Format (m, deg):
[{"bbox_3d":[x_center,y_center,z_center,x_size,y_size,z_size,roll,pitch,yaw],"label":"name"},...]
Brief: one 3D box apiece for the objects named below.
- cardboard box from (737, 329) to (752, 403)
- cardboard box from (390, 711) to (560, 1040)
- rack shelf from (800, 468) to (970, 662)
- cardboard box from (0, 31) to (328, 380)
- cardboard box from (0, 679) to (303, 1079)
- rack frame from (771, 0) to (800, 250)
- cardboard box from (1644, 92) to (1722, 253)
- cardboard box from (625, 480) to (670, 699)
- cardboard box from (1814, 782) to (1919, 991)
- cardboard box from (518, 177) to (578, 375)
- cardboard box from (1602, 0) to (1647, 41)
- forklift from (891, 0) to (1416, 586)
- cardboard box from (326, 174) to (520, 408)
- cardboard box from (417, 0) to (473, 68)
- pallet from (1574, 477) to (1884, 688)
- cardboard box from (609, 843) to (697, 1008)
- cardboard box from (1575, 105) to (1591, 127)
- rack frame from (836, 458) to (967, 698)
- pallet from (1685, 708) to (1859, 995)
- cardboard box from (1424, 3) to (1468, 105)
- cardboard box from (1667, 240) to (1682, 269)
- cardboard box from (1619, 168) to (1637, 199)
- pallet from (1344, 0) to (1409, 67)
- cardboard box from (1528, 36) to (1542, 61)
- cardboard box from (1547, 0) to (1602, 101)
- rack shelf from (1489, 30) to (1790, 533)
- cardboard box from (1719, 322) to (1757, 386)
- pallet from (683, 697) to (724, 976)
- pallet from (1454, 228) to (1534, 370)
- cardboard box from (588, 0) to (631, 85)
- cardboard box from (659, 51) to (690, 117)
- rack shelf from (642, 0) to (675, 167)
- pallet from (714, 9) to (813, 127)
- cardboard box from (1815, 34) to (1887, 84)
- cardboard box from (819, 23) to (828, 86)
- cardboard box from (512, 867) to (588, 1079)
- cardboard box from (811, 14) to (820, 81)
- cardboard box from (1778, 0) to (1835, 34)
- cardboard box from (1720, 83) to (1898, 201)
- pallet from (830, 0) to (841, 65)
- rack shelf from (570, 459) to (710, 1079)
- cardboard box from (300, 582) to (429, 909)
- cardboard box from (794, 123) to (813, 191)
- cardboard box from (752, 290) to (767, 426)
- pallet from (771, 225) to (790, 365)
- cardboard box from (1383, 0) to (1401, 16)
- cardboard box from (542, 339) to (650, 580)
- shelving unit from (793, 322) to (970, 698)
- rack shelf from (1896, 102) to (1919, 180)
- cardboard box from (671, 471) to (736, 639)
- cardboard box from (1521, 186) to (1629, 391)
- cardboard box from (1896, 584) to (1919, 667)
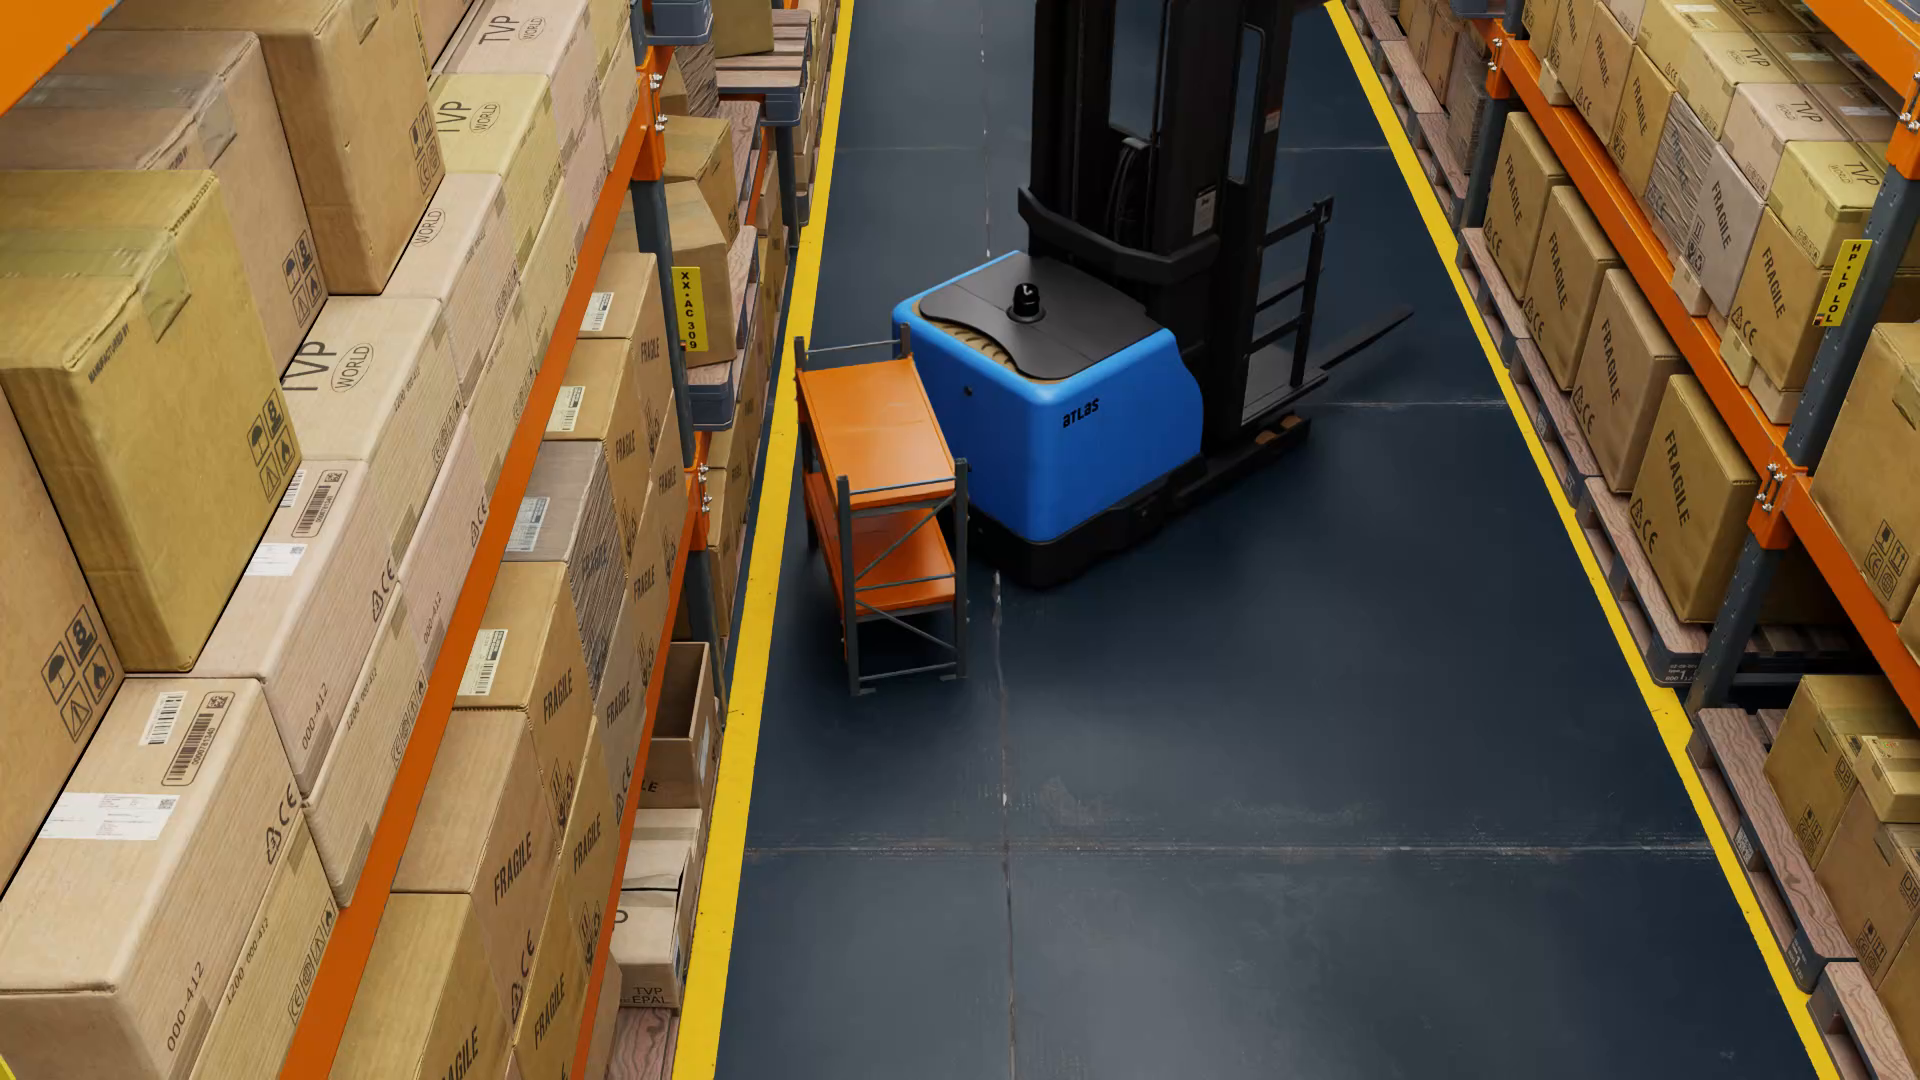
[{"bbox_3d":[-1.217,-0.853,7.464,0.500,0.250,0.500,0,39,0],"label":"cardboard box"},{"bbox_3d":[-1.195,0.718,3.576,0.500,0.500,0.500,0,39,1],"label":"cardboard box"},{"bbox_3d":[-0.338,0.053,7.175,0.538,0.278,1.000,-9,40,-11],"label":"rack shelf"},{"bbox_3d":[-1.495,-0.481,2.674,0.700,0.500,0.500,0,39,0],"label":"cardboard box"},{"bbox_3d":[-1.195,0.436,2.128,0.500,0.250,0.500,0,39,0],"label":"cardboard box"},{"bbox_3d":[-1.464,-2.938,9.017,1.000,3.000,0.127,0,39,0],"label":"rack frame"},{"bbox_3d":[3.239,-1.527,6.923,0.500,0.500,0.500,0,39,0],"label":"cardboard box"},{"bbox_3d":[-1.200,0.159,5.073,0.500,0.500,0.500,1,39,1],"label":"cardboard box"},{"bbox_3d":[3.390,1.151,5.578,0.700,0.500,0.500,0,39,-1],"label":"cardboard box"},{"bbox_3d":[-1.194,-0.619,3.845,0.500,0.250,0.500,0,39,0],"label":"cardboard box"},{"bbox_3d":[3.238,-2.466,7.496,0.500,0.250,0.500,0,39,0],"label":"cardboard box"},{"bbox_3d":[1.111,-1.735,7.571,3.031,2.935,1.130,-30,47,-32],"label":"forklift"},{"bbox_3d":[-1.192,-0.502,3.299,0.500,0.250,0.500,0,39,0],"label":"cardboard box"},{"bbox_3d":[-1.562,-1.419,3.844,0.700,0.500,0.500,0,39,0],"label":"cardboard box"},{"bbox_3d":[3.418,0.163,7.377,1.003,0.211,1.213,0,39,0],"label":"pallet"},{"bbox_3d":[-1.174,1.266,5.570,0.500,0.311,0.500,0,39,0],"label":"cardboard box"},{"bbox_3d":[3.289,-2.167,8.240,0.380,0.149,0.250,0,39,0],"label":"cardboard box"},{"bbox_3d":[-0.218,0.171,6.637,0.500,1.125,0.032,-9,40,-11],"label":"rack frame"},{"bbox_3d":[3.417,1.121,6.182,1.003,0.211,1.213,0,39,0],"label":"pallet"},{"bbox_3d":[3.523,-3.223,11.020,0.700,0.500,0.500,0,39,0],"label":"cardboard box"},{"bbox_3d":[3.239,-1.201,7.035,0.380,0.149,0.250,0,39,0],"label":"cardboard box"},{"bbox_3d":[3.271,-1.688,7.643,0.380,0.149,0.250,0,39,0],"label":"cardboard box"},{"bbox_3d":[3.487,-3.870,12.411,1.003,0.211,1.213,0,39,0],"label":"pallet"},{"bbox_3d":[3.258,-2.648,8.840,0.380,0.149,0.250,-1,39,-1],"label":"cardboard box"},{"bbox_3d":[3.226,-2.475,8.106,0.500,0.500,0.500,1,39,1],"label":"cardboard box"},{"bbox_3d":[3.492,-1.412,7.689,1.077,0.370,4.000,0,39,0],"label":"rack shelf"},{"bbox_3d":[3.187,-0.721,6.436,0.380,0.149,0.250,1,39,1],"label":"cardboard box"},{"bbox_3d":[-1.460,1.081,6.232,1.003,0.211,1.213,0,39,0],"label":"pallet"},{"bbox_3d":[3.415,-1.363,9.281,1.003,0.211,1.213,0,39,0],"label":"pallet"},{"bbox_3d":[-1.187,-1.440,4.469,0.500,0.250,0.500,0,39,0],"label":"cardboard box"},{"bbox_3d":[-1.523,-1.744,7.112,0.700,0.500,0.500,-9,40,-11],"label":"cardboard box"},{"bbox_3d":[-1.462,-2.577,6.744,1.077,0.370,4.000,0,39,0],"label":"rack shelf"},{"bbox_3d":[-1.393,-2.439,8.549,1.213,0.211,1.003,0,39,0],"label":"pallet"},{"bbox_3d":[3.741,-1.826,6.697,0.500,0.250,0.500,-1,39,-2],"label":"cardboard box"},{"bbox_3d":[-1.179,-3.317,11.353,0.500,0.250,0.500,1,39,1],"label":"cardboard box"},{"bbox_3d":[-1.195,1.112,3.884,0.500,0.500,0.500,0,39,0],"label":"cardboard box"},{"bbox_3d":[-1.178,-3.223,10.787,0.500,0.311,0.500,-1,39,-1],"label":"cardboard box"},{"bbox_3d":[3.745,-2.153,7.104,0.500,0.250,0.500,-1,39,-1],"label":"cardboard box"},{"bbox_3d":[3.247,-1.510,6.302,0.500,0.250,0.500,1,39,1],"label":"cardboard box"},{"bbox_3d":[-1.429,-3.890,12.436,1.003,0.211,1.213,0,39,0],"label":"pallet"},{"bbox_3d":[-1.457,1.095,4.560,1.077,0.370,4.000,0,39,0],"label":"rack shelf"},{"bbox_3d":[-1.189,0.319,2.675,0.500,0.250,0.500,0,39,0],"label":"cardboard box"},{"bbox_3d":[-1.171,-2.357,10.155,0.500,0.250,0.500,0,39,0],"label":"cardboard box"},{"bbox_3d":[-1.221,-0.898,8.119,0.500,0.500,0.500,-1,39,-2],"label":"cardboard box"},{"bbox_3d":[-1.501,-1.383,9.307,1.003,0.211,1.213,0,39,0],"label":"pallet"},{"bbox_3d":[3.503,-4.181,12.216,0.700,0.500,0.500,1,39,1],"label":"cardboard box"},{"bbox_3d":[-1.197,-0.229,4.758,0.500,0.500,0.500,-1,39,-1],"label":"cardboard box"},{"bbox_3d":[-0.338,-0.137,7.022,0.538,1.125,1.048,-9,40,-11],"label":"shelving unit"},{"bbox_3d":[3.497,-0.081,3.630,1.077,0.370,4.000,0,39,0],"label":"rack shelf"},{"bbox_3d":[-1.216,0.065,6.918,0.500,0.500,0.500,-2,39,-2],"label":"cardboard box"},{"bbox_3d":[3.354,-1.261,8.308,0.750,0.750,0.750,0,39,0],"label":"cardboard box"},{"bbox_3d":[3.474,0.236,4.817,0.980,0.700,0.700,-1,39,-1],"label":"cardboard box"}]
